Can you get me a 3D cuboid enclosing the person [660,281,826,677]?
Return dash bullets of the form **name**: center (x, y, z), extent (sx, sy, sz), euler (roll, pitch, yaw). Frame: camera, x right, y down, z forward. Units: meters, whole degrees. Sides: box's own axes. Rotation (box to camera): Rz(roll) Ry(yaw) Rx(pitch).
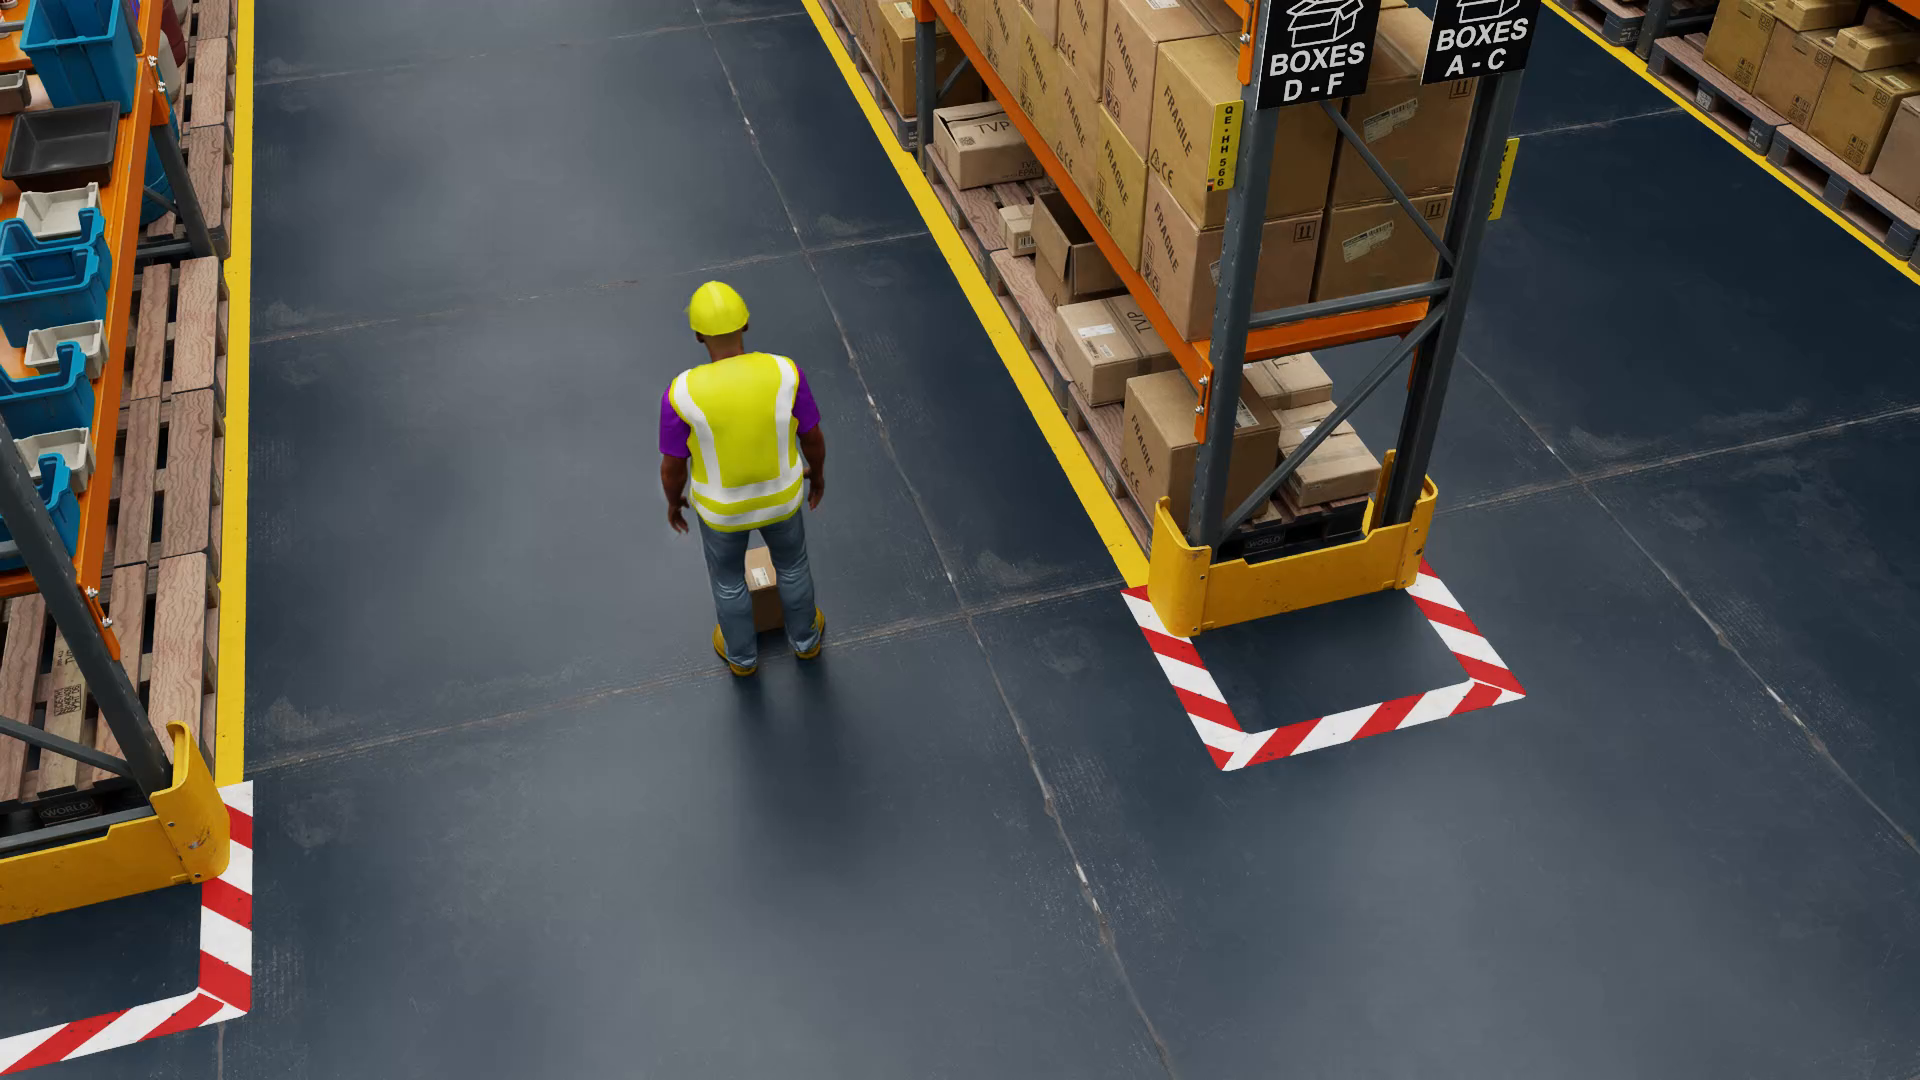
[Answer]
- **person**: center (-0.818, -0.197, 6.365), extent (0.626, 1.761, 0.458), euler (-12, 43, -13)
